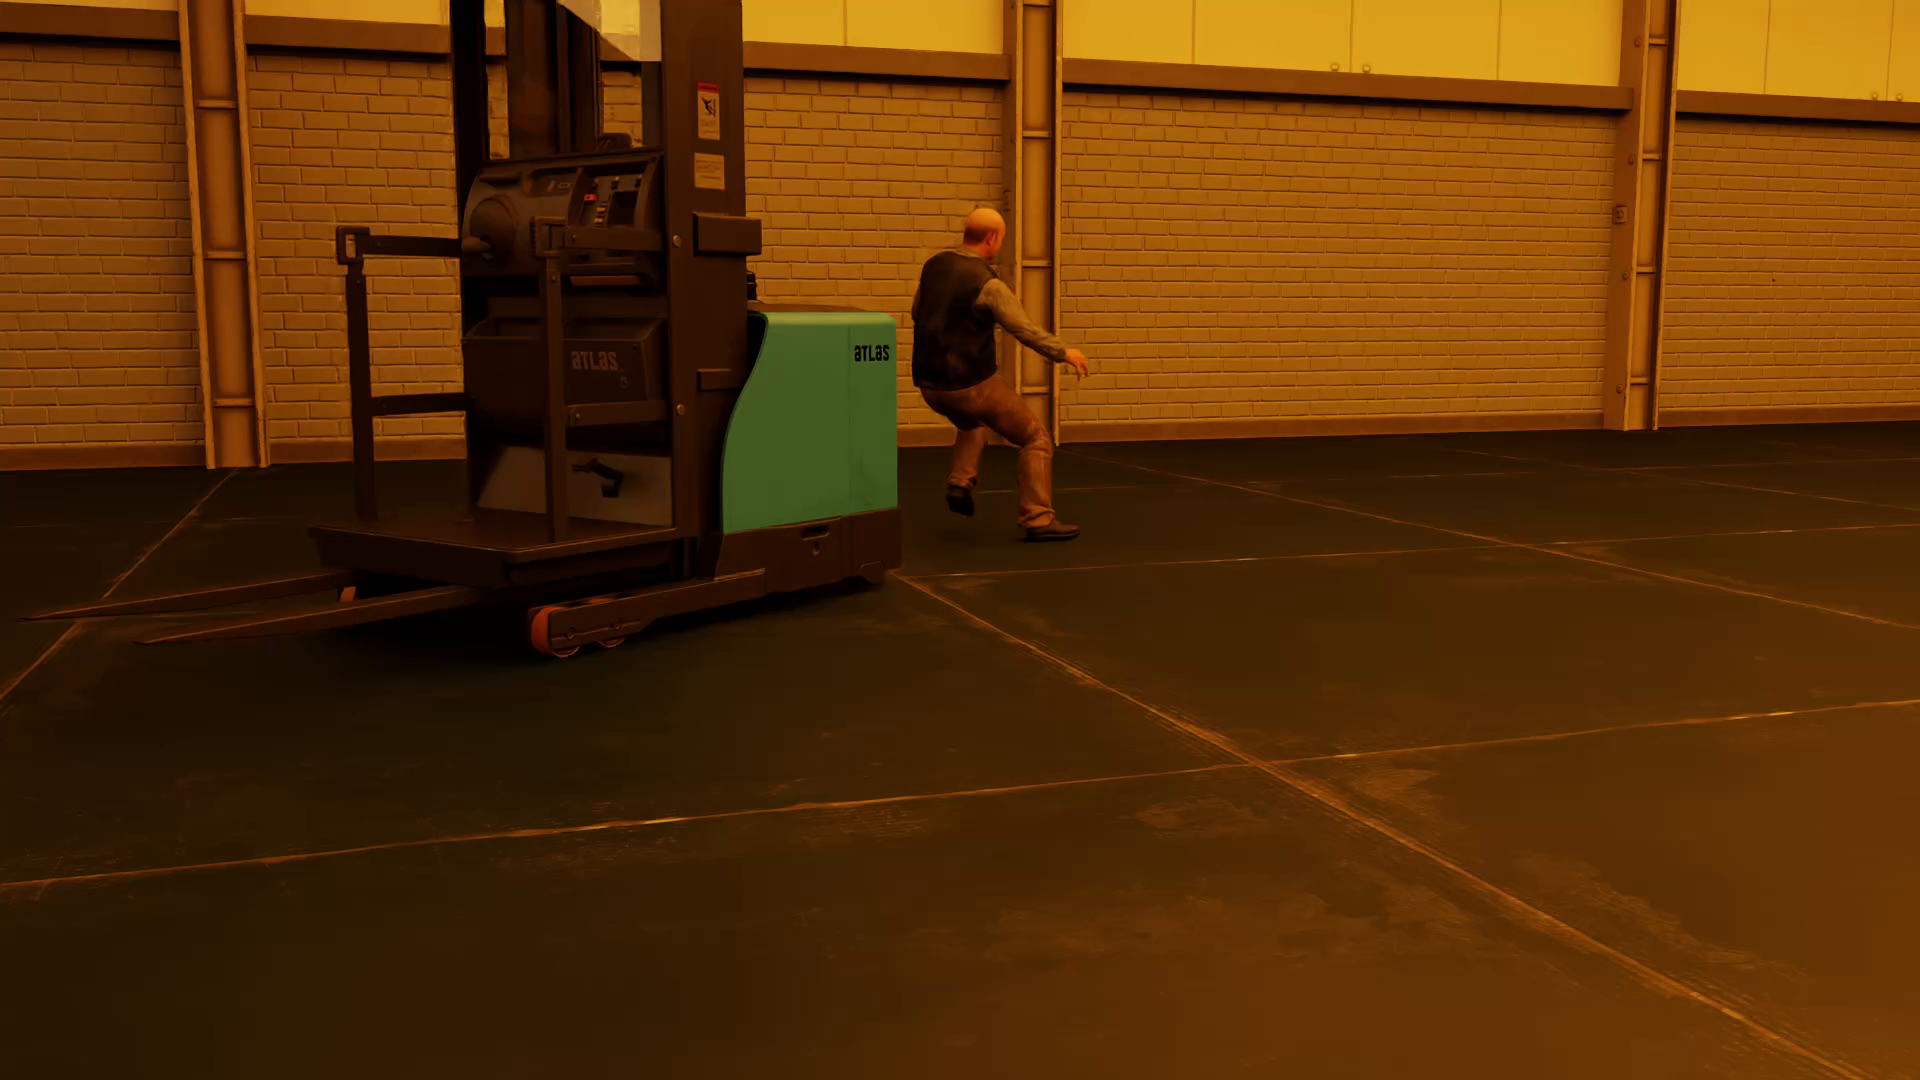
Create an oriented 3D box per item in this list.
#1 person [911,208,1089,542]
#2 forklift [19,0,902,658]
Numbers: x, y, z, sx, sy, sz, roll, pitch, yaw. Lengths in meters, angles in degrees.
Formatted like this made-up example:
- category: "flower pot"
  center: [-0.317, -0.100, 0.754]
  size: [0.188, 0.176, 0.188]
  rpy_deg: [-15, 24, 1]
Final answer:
- category: "person"
  center: [0.154, -0.803, 8.038]
  size: [0.714, 1.564, 0.847]
  rpy_deg: [-7, 10, -42]
- category: "forklift"
  center: [-1.502, -1.156, 5.546]
  size: [1.130, 2.935, 3.031]
  rpy_deg: [6, 10, 35]
